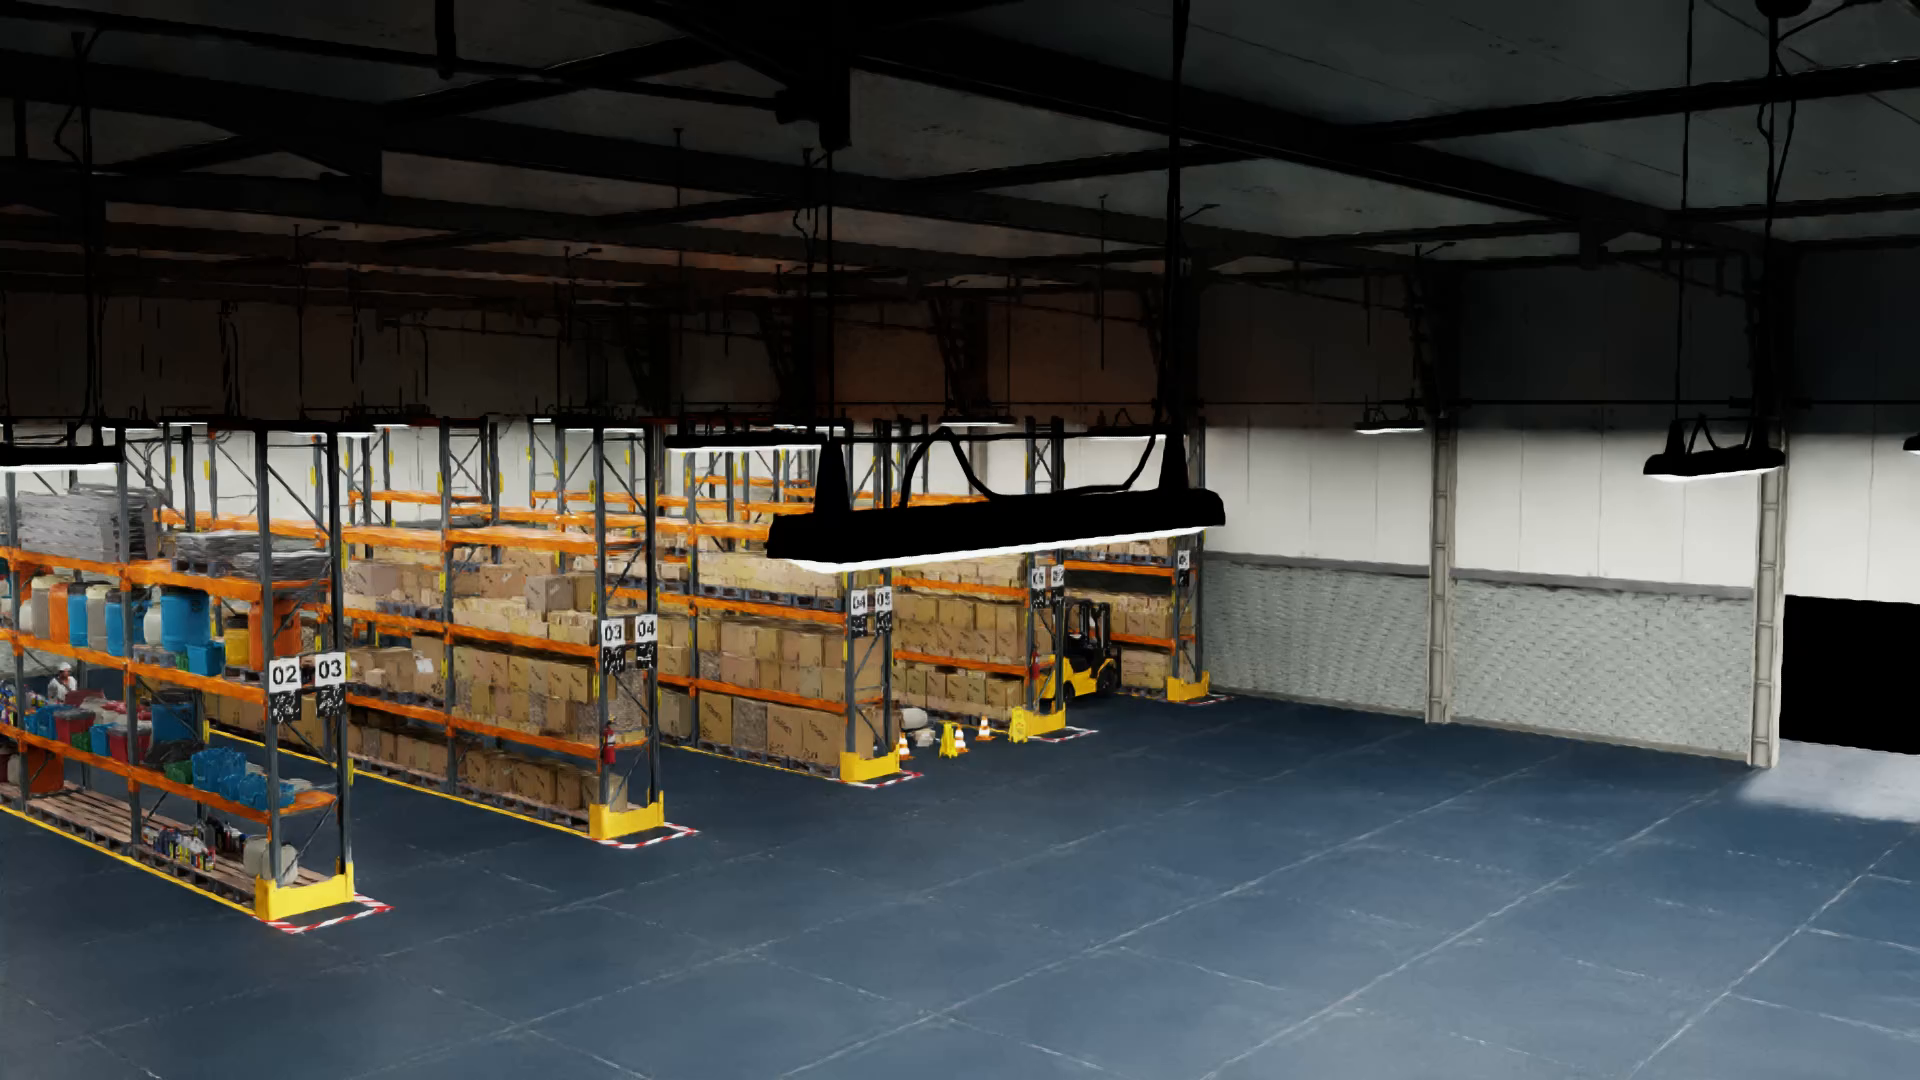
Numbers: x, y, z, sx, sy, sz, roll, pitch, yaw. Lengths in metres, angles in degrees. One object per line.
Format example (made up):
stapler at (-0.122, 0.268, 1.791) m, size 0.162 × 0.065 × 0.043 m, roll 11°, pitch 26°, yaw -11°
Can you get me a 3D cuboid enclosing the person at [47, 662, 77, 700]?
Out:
person at (-15.861, 3.007, 29.489) m, size 1.110 × 1.704 × 0.557 m, roll 4°, pitch 6°, yaw 39°
